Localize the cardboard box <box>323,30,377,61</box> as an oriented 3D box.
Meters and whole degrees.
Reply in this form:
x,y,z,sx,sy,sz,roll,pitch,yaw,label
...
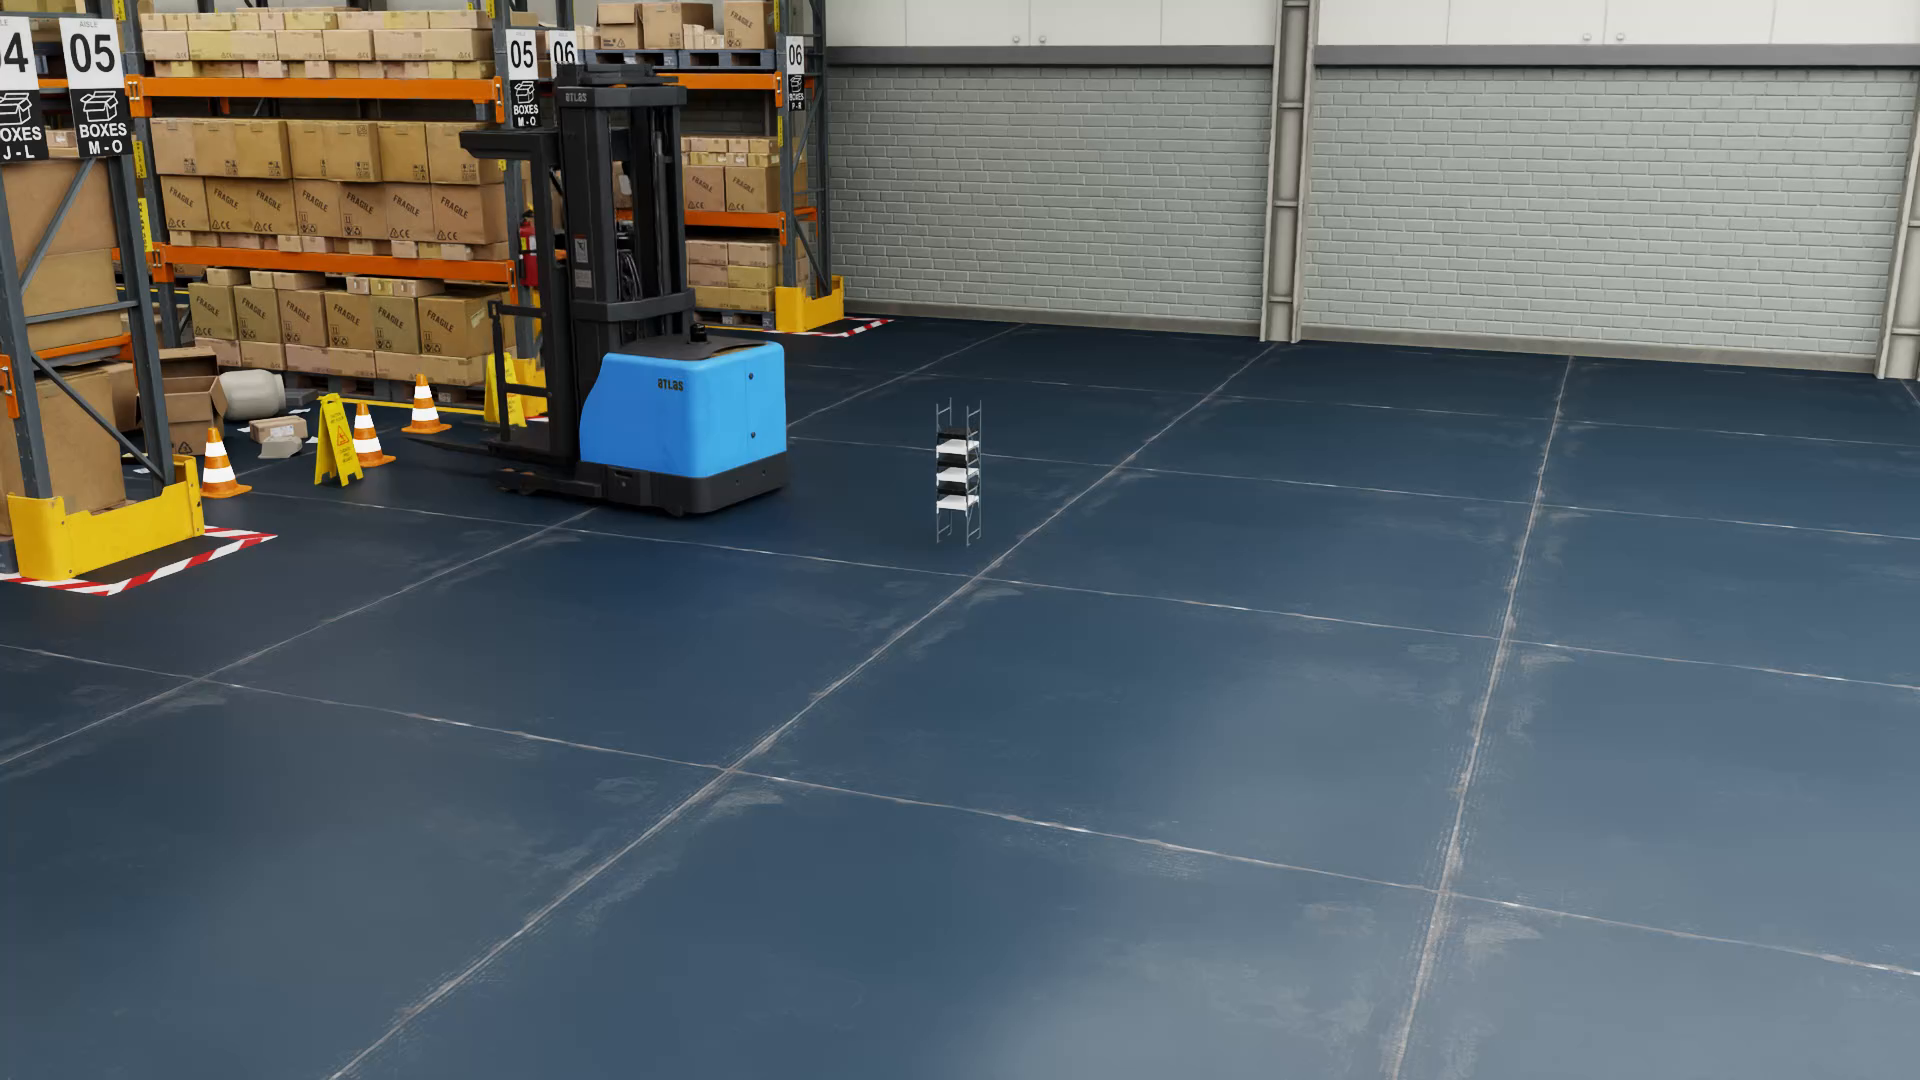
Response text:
x,y,z,sx,sy,sz,roll,pitch,yaw,label
-5.098,-4.253,14.298,0.500,0.250,0.500,7,18,22,cardboard box

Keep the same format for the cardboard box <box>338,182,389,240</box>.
x,y,z,sx,sy,sz,roll,pitch,yaw,label
-5.105,-2.935,14.690,0.500,0.500,0.500,6,17,20,cardboard box

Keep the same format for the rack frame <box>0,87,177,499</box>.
x,y,z,sx,sy,sz,roll,pitch,yaw,label
-5.293,-1.361,9.982,0.127,3.000,1.000,6,17,21,rack frame

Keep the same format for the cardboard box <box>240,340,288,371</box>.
x,y,z,sx,sy,sz,roll,pitch,yaw,label
-6.342,-1.764,15.547,0.500,0.250,0.500,7,18,24,cardboard box

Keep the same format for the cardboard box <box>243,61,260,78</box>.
x,y,z,sx,sy,sz,roll,pitch,yaw,label
-6.135,-4.185,14.779,0.250,0.149,0.380,6,17,19,cardboard box

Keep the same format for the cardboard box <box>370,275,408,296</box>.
x,y,z,sx,sy,sz,roll,pitch,yaw,label
-5.011,-2.269,14.780,0.250,0.149,0.380,7,17,22,cardboard box

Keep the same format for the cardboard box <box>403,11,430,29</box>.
x,y,z,sx,sy,sz,roll,pitch,yaw,label
-4.464,-4.374,14.000,0.250,0.149,0.380,6,17,20,cardboard box

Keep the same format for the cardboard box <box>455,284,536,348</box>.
x,y,z,sx,sy,sz,roll,pitch,yaw,label
-4.242,-2.053,15.199,0.500,0.500,0.500,6,17,19,cardboard box

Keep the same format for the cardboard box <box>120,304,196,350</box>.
x,y,z,sx,sy,sz,roll,pitch,yaw,label
-7.781,-2.057,16.340,0.625,0.372,0.950,7,17,21,cardboard box

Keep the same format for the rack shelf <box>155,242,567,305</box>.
x,y,z,sx,sy,sz,roll,pitch,yaw,label
-5.432,-2.514,15.245,4.000,0.370,1.077,6,17,21,rack shelf

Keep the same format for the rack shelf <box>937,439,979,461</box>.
x,y,z,sx,sy,sz,roll,pitch,yaw,label
-0.008,-0.574,10.510,0.200,0.077,0.258,6,17,21,rack shelf

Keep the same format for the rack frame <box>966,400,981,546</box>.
x,y,z,sx,sy,sz,roll,pitch,yaw,label
0.087,-0.423,10.515,0.006,0.900,0.240,6,17,21,rack frame

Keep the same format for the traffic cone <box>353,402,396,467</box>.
x,y,z,sx,sy,sz,roll,pitch,yaw,label
-4.536,-0.824,12.681,0.334,0.463,0.336,6,17,21,traffic cone

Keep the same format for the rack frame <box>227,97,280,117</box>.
x,y,z,sx,sy,sz,roll,pitch,yaw,label
-9.195,-4.761,21.695,0.127,3.000,1.000,6,17,21,rack frame

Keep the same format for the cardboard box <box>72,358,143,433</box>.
x,y,z,sx,sy,sz,roll,pitch,yaw,label
-7.007,-1.138,13.449,0.503,0.637,0.797,6,17,21,cardboard box

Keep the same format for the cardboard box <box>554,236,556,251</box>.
x,y,z,sx,sy,sz,roll,pitch,yaw,label
-3.811,-2.623,14.780,0.250,0.149,0.380,6,17,21,cardboard box

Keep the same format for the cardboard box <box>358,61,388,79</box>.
x,y,z,sx,sy,sz,roll,pitch,yaw,label
-4.944,-4.049,14.309,0.250,0.149,0.380,6,17,20,cardboard box

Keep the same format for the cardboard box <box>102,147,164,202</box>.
x,y,z,sx,sy,sz,roll,pitch,yaw,label
-7.806,-3.445,15.693,0.500,0.500,0.500,6,17,20,cardboard box

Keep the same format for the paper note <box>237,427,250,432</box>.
x,y,z,sx,sy,sz,roll,pitch,yaw,label
-5.916,-0.930,13.844,0.142,0.019,0.148,14,21,40,paper note

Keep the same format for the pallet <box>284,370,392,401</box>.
x,y,z,sx,sy,sz,roll,pitch,yaw,label
-5.516,-1.541,15.605,1.213,0.211,1.003,6,17,21,pallet

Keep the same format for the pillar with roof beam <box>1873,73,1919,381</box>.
x,y,z,sx,sy,sz,roll,pitch,yaw,label
7.513,-4.785,11.016,0.400,9.000,9.100,6,17,21,pillar with roof beam

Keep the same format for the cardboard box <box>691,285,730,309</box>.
x,y,z,sx,sy,sz,roll,pitch,yaw,label
-2.766,-2.844,19.268,0.500,0.250,0.500,6,17,21,cardboard box

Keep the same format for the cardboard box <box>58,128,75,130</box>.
x,y,z,sx,sy,sz,roll,pitch,yaw,label
-8.648,-3.993,16.418,0.250,0.149,0.380,7,18,24,cardboard box

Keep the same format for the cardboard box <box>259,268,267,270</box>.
x,y,z,sx,sy,sz,roll,pitch,yaw,label
-8.620,-3.755,21.735,0.625,0.625,0.875,7,18,22,cardboard box

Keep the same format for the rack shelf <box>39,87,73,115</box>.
x,y,z,sx,sy,sz,roll,pitch,yaw,label
-7.154,-2.661,10.369,4.000,0.370,1.077,6,17,21,rack shelf

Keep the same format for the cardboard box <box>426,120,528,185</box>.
x,y,z,sx,sy,sz,roll,pitch,yaw,label
-4.127,-3.322,14.230,0.500,0.500,0.700,6,17,19,cardboard box

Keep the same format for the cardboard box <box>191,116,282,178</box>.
x,y,z,sx,sy,sz,roll,pitch,yaw,label
-6.495,-3.576,15.106,0.500,0.500,0.700,6,17,21,cardboard box

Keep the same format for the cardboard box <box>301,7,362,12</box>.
x,y,z,sx,sy,sz,roll,pitch,yaw,label
-7.664,-6.258,20.359,0.500,0.500,0.500,7,17,22,cardboard box

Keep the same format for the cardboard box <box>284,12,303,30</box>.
x,y,z,sx,sy,sz,roll,pitch,yaw,label
-5.642,-4.513,14.479,0.250,0.149,0.380,7,17,22,cardboard box

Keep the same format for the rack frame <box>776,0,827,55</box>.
x,y,z,sx,sy,sz,roll,pitch,yaw,label
-1.753,-6.824,18.039,0.127,3.000,1.000,6,17,21,rack frame

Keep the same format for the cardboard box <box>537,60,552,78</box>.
x,y,z,sx,sy,sz,roll,pitch,yaw,label
-3.761,-4.093,14.464,0.250,0.149,0.380,6,17,21,cardboard box

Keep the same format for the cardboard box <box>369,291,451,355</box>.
x,y,z,sx,sy,sz,roll,pitch,yaw,label
-4.899,-1.964,14.891,0.500,0.500,0.500,7,18,23,cardboard box

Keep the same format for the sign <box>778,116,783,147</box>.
x,y,z,sx,sy,sz,roll,pitch,yaw,label
-1.965,-4.474,18.202,0.005,0.325,0.100,6,17,21,sign

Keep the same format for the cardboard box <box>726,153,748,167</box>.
x,y,z,sx,sy,sz,roll,pitch,yaw,label
-2.427,-4.284,18.707,0.250,0.149,0.380,7,17,22,cardboard box

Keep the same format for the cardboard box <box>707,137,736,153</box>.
x,y,z,sx,sy,sz,roll,pitch,yaw,label
-2.658,-4.464,18.795,0.250,0.149,0.380,7,17,22,cardboard box

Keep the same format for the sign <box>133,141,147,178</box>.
x,y,z,sx,sy,sz,roll,pitch,yaw,label
-7.493,-3.476,15.191,0.005,0.325,0.100,6,17,21,sign

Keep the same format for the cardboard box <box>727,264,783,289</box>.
x,y,z,sx,sy,sz,roll,pitch,yaw,label
-2.321,-3.033,19.023,0.500,0.250,0.500,6,17,20,cardboard box

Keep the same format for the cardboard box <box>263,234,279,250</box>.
x,y,z,sx,sy,sz,roll,pitch,yaw,label
-6.128,-2.743,15.194,0.250,0.149,0.380,6,17,20,cardboard box

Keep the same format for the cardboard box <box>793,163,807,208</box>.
x,y,z,sx,sy,sz,roll,pitch,yaw,label
-2.112,-4.114,19.285,0.500,0.500,0.500,7,18,22,cardboard box

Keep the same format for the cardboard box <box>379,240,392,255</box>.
x,y,z,sx,sy,sz,roll,pitch,yaw,label
-4.942,-2.628,14.795,0.250,0.149,0.380,7,17,21,cardboard box

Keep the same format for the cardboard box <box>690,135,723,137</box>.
x,y,z,sx,sy,sz,roll,pitch,yaw,label
-2.948,-4.644,19.413,0.250,0.149,0.380,7,18,22,cardboard box

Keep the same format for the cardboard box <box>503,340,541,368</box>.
x,y,z,sx,sy,sz,roll,pitch,yaw,label
-4.220,-1.691,15.296,0.500,0.250,0.500,6,17,20,cardboard box

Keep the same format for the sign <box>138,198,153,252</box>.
x,y,z,sx,sy,sz,roll,pitch,yaw,label
-5.084,-1.958,10.344,0.005,0.325,0.100,6,17,21,sign

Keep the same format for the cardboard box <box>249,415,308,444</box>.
x,y,z,sx,sy,sz,roll,pitch,yaw,label
-5.531,-0.896,13.495,0.380,0.149,0.250,-12,20,-37,cardboard box

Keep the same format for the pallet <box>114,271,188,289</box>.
x,y,z,sx,sy,sz,roll,pitch,yaw,label
-11.007,-3.634,22.812,1.213,0.211,1.003,6,17,21,pallet

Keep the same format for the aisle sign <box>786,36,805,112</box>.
x,y,z,sx,sy,sz,roll,pitch,yaw,label
-1.800,-5.109,18.228,0.004,0.787,0.394,6,17,21,aisle sign

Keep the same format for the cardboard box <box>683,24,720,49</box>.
x,y,z,sx,sy,sz,roll,pitch,yaw,label
-2.872,-5.601,18.514,0.258,0.266,0.396,6,17,21,cardboard box

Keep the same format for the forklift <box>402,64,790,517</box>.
x,y,z,sx,sy,sz,roll,pitch,yaw,label
-2.742,-1.843,11.764,3.031,2.935,1.130,9,19,29,forklift

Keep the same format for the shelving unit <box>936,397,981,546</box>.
x,y,z,sx,sy,sz,roll,pitch,yaw,label
-0.008,-0.433,10.551,0.210,0.900,0.258,6,17,21,shelving unit

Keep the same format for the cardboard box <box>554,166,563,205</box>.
x,y,z,sx,sy,sz,roll,pitch,yaw,label
-4.667,-4.238,19.713,0.500,0.500,0.500,7,17,22,cardboard box

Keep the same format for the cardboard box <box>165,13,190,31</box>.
x,y,z,sx,sy,sz,roll,pitch,yaw,label
-6.866,-4.631,14.887,0.250,0.149,0.380,7,18,22,cardboard box

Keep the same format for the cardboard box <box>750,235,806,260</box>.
x,y,z,sx,sy,sz,roll,pitch,yaw,label
-2.131,-3.403,19.400,0.500,0.250,0.500,6,17,20,cardboard box

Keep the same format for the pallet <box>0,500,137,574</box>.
x,y,z,sx,sy,sz,roll,pitch,yaw,label
-6.066,-0.084,10.583,1.213,0.211,1.003,6,17,21,pallet

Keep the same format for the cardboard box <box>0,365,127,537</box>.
x,y,z,sx,sy,sz,roll,pitch,yaw,label
-5.949,-0.595,10.400,0.875,0.875,0.875,6,17,21,cardboard box
